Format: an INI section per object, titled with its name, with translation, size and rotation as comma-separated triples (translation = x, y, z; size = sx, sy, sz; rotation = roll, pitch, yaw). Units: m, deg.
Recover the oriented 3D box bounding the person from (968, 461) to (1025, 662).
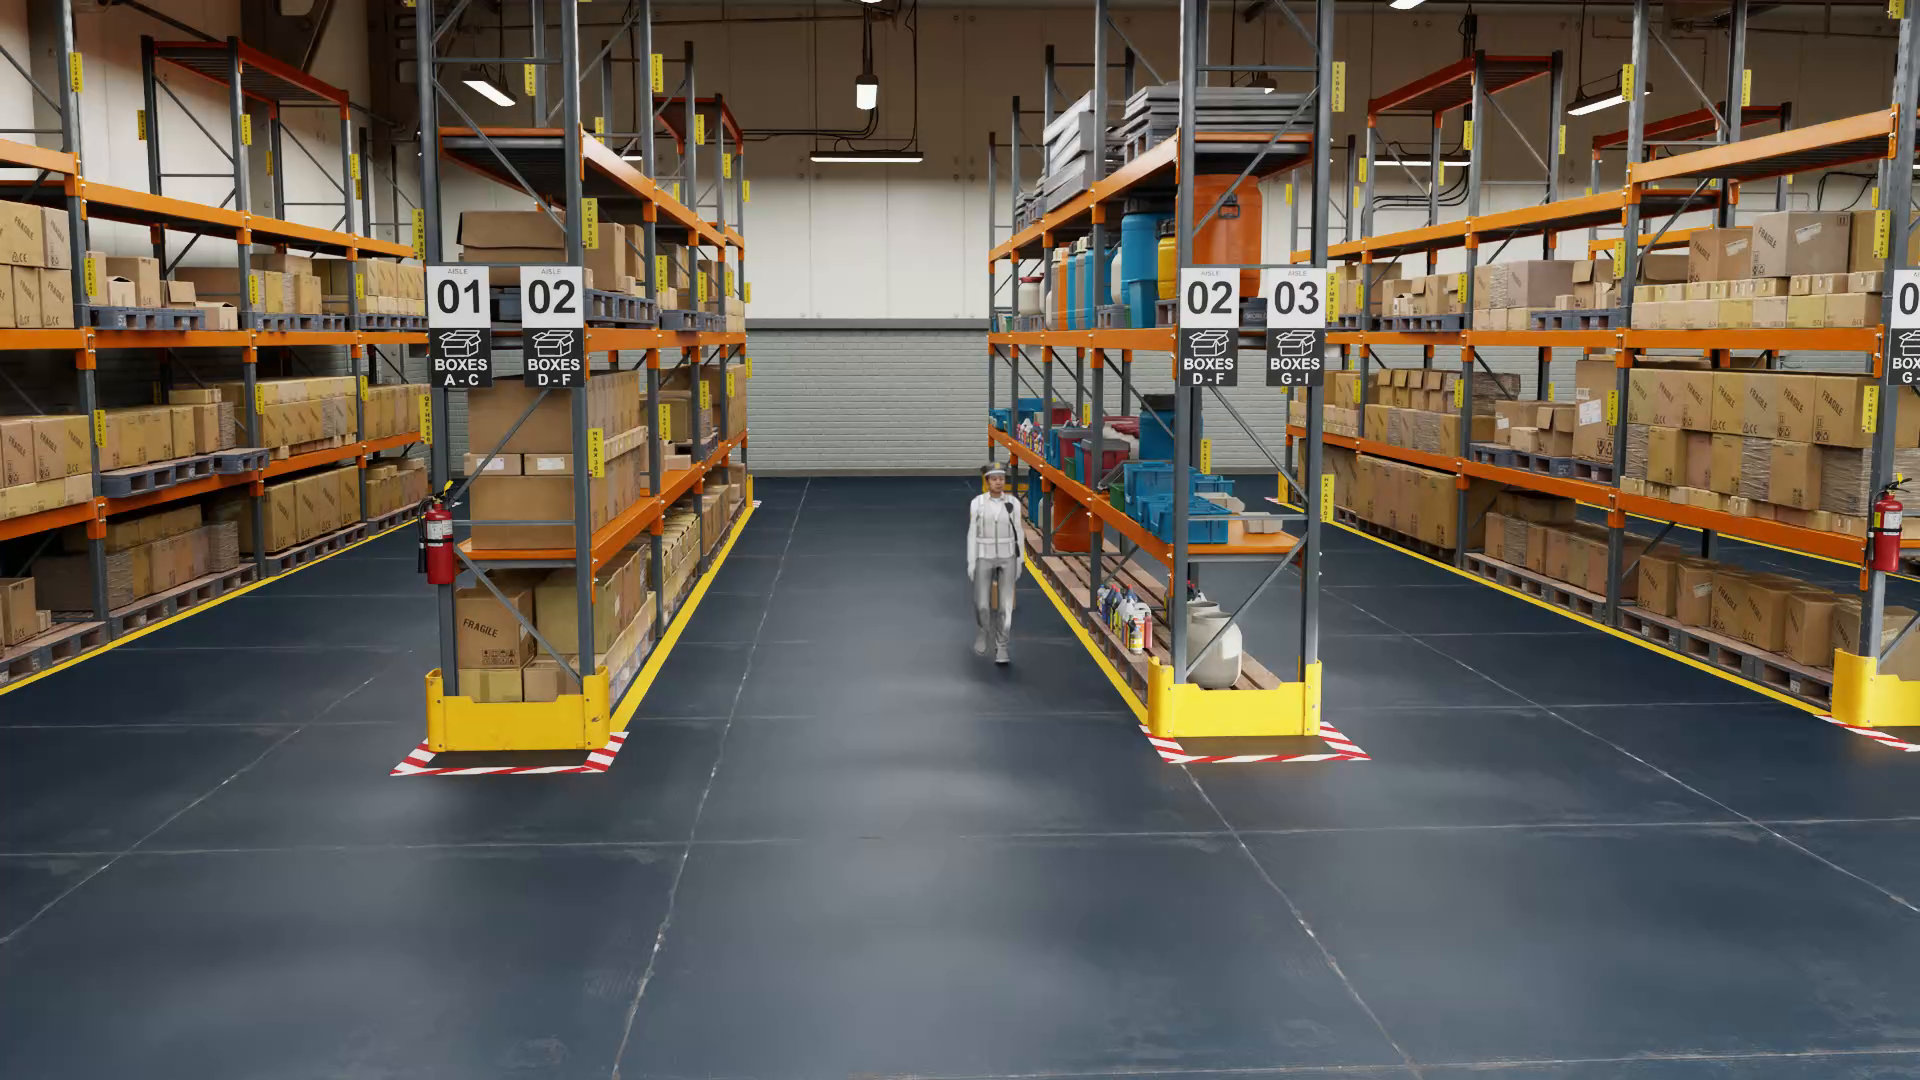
[person]
translation = 0.296, 0.174, 13.975
size = 0.462, 1.684, 0.455
rotation = 0, 7, -4
